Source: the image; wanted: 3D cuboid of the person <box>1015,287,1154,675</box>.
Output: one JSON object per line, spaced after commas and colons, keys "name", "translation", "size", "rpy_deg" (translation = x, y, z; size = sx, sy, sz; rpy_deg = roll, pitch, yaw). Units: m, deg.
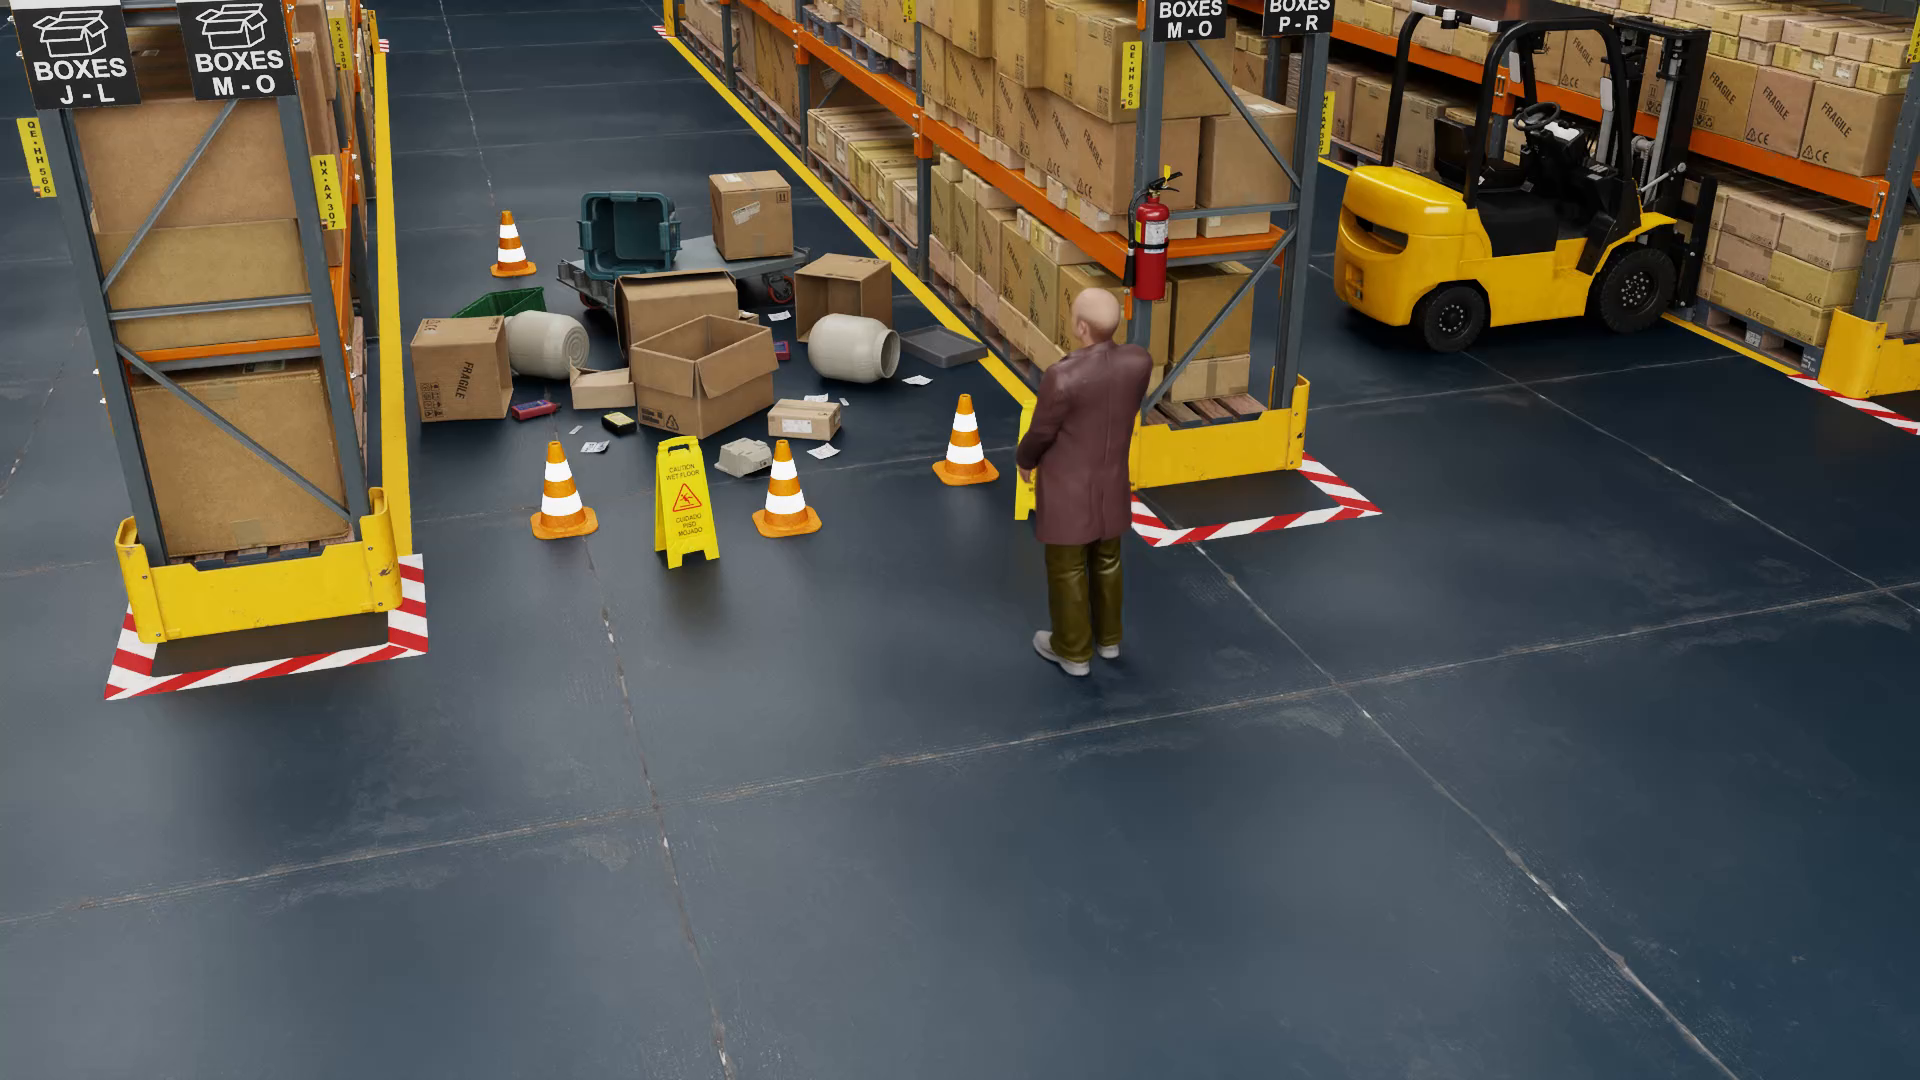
{"name": "person", "translation": [0.504, -0.264, 7.159], "size": [0.588, 1.781, 0.497], "rpy_deg": [-15, 30, -27]}
